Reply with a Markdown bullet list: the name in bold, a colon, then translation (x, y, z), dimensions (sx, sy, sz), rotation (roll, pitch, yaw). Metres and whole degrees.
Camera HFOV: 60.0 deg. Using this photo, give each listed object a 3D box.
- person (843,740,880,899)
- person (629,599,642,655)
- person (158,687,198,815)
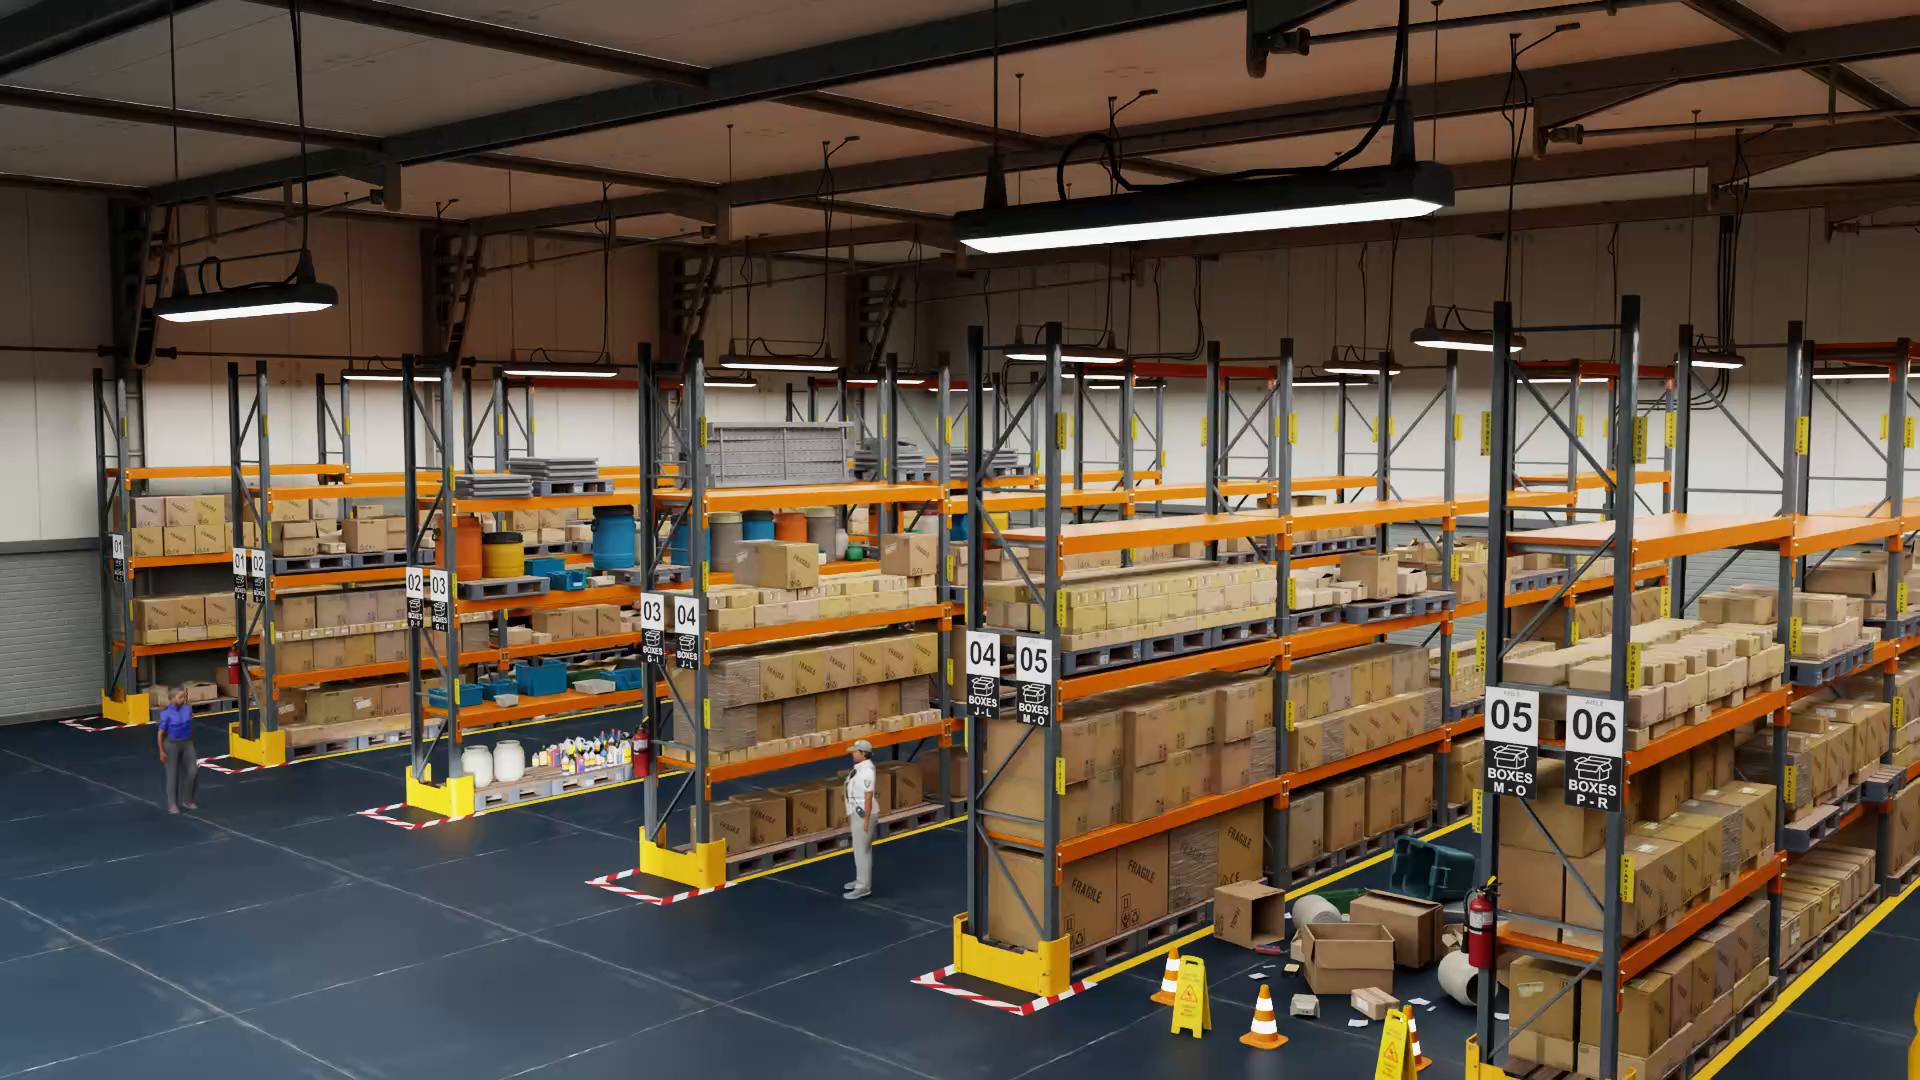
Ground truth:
- **person**: translation (-1.079, 3.011, 18.088), dimensions (0.406, 1.676, 0.506), rotation (-1, 4, -7)
- **person**: translation (-6.183, 1.972, 32.428), dimensions (0.552, 1.641, 0.491), rotation (1, 4, 19)
- **person**: translation (-10.264, 2.777, 21.813), dimensions (0.347, 1.728, 0.530), rotation (3, 5, 31)
